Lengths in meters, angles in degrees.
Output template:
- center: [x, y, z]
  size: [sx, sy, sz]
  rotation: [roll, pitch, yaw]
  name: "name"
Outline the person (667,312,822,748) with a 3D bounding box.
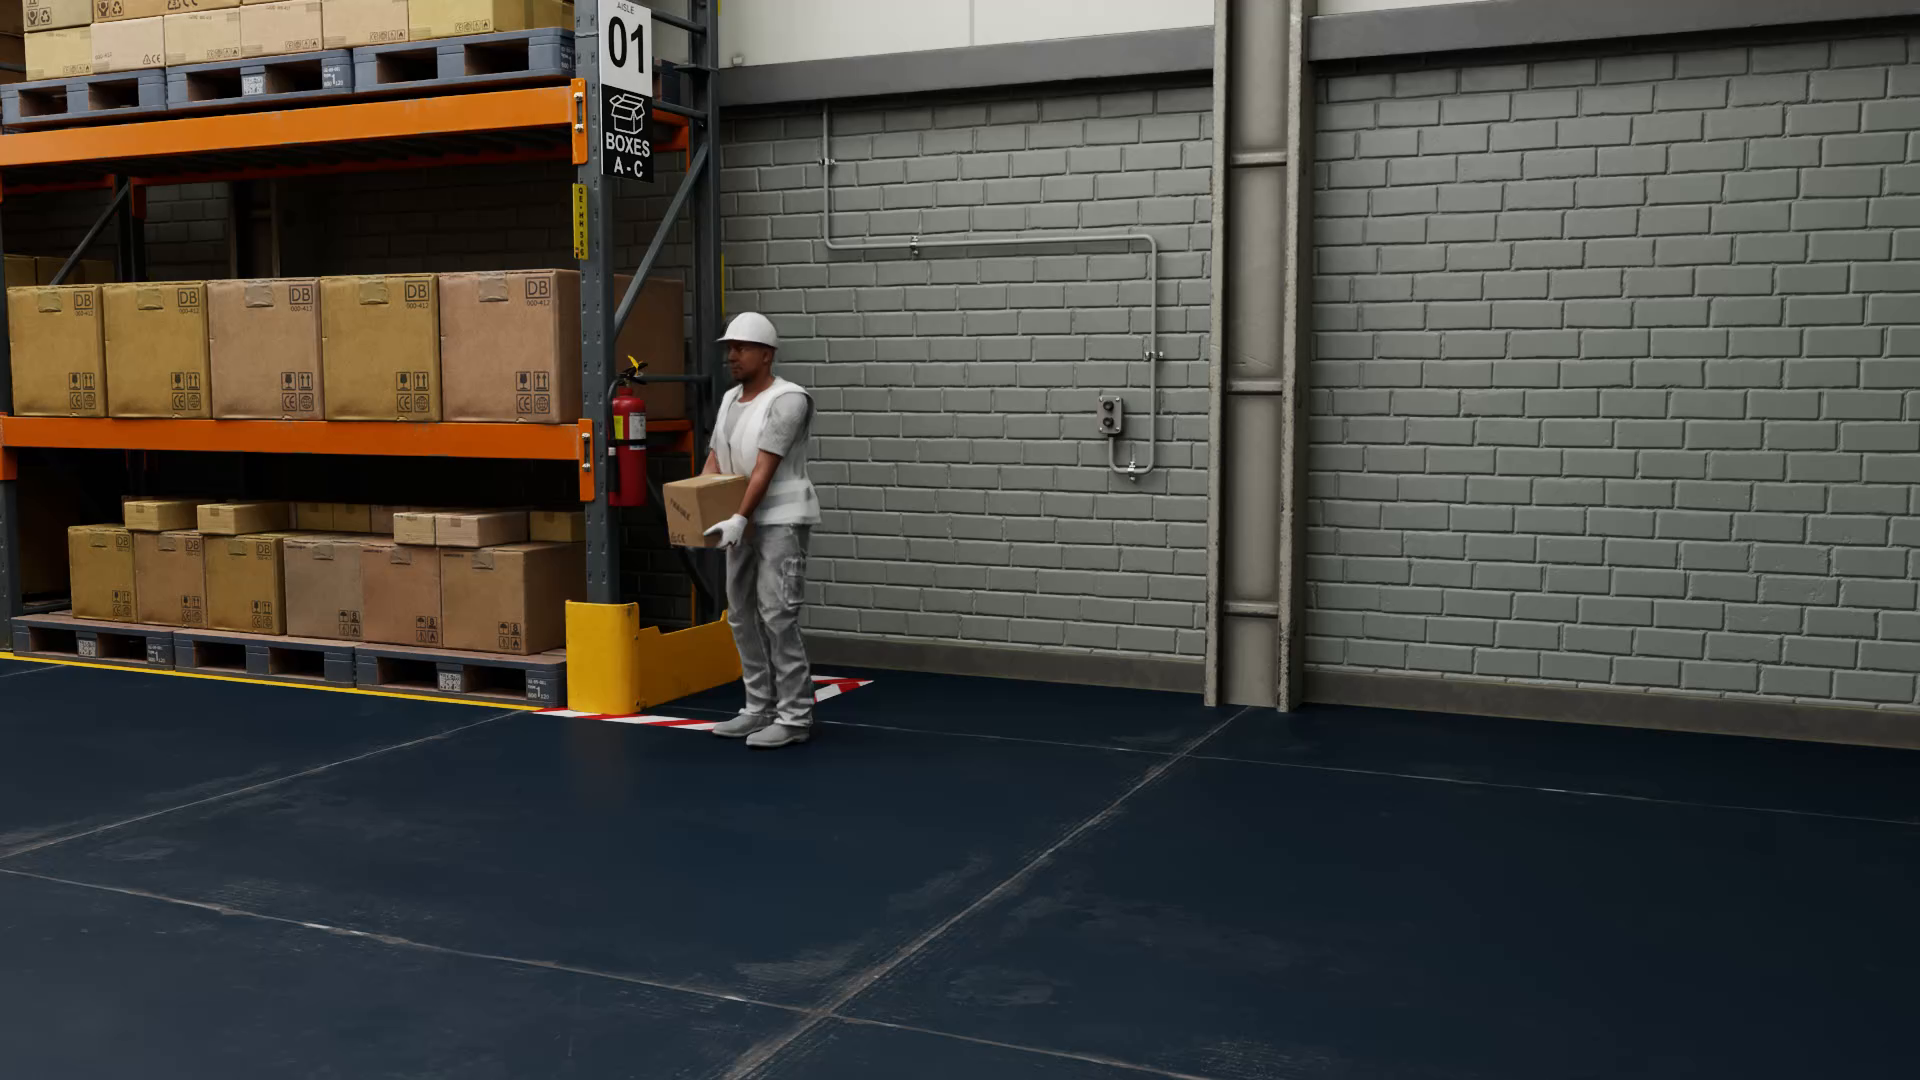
- center: [-0.871, -0.042, 6.848]
  size: [0.595, 1.776, 0.490]
  rotation: [-5, 7, -40]
  name: "person"
